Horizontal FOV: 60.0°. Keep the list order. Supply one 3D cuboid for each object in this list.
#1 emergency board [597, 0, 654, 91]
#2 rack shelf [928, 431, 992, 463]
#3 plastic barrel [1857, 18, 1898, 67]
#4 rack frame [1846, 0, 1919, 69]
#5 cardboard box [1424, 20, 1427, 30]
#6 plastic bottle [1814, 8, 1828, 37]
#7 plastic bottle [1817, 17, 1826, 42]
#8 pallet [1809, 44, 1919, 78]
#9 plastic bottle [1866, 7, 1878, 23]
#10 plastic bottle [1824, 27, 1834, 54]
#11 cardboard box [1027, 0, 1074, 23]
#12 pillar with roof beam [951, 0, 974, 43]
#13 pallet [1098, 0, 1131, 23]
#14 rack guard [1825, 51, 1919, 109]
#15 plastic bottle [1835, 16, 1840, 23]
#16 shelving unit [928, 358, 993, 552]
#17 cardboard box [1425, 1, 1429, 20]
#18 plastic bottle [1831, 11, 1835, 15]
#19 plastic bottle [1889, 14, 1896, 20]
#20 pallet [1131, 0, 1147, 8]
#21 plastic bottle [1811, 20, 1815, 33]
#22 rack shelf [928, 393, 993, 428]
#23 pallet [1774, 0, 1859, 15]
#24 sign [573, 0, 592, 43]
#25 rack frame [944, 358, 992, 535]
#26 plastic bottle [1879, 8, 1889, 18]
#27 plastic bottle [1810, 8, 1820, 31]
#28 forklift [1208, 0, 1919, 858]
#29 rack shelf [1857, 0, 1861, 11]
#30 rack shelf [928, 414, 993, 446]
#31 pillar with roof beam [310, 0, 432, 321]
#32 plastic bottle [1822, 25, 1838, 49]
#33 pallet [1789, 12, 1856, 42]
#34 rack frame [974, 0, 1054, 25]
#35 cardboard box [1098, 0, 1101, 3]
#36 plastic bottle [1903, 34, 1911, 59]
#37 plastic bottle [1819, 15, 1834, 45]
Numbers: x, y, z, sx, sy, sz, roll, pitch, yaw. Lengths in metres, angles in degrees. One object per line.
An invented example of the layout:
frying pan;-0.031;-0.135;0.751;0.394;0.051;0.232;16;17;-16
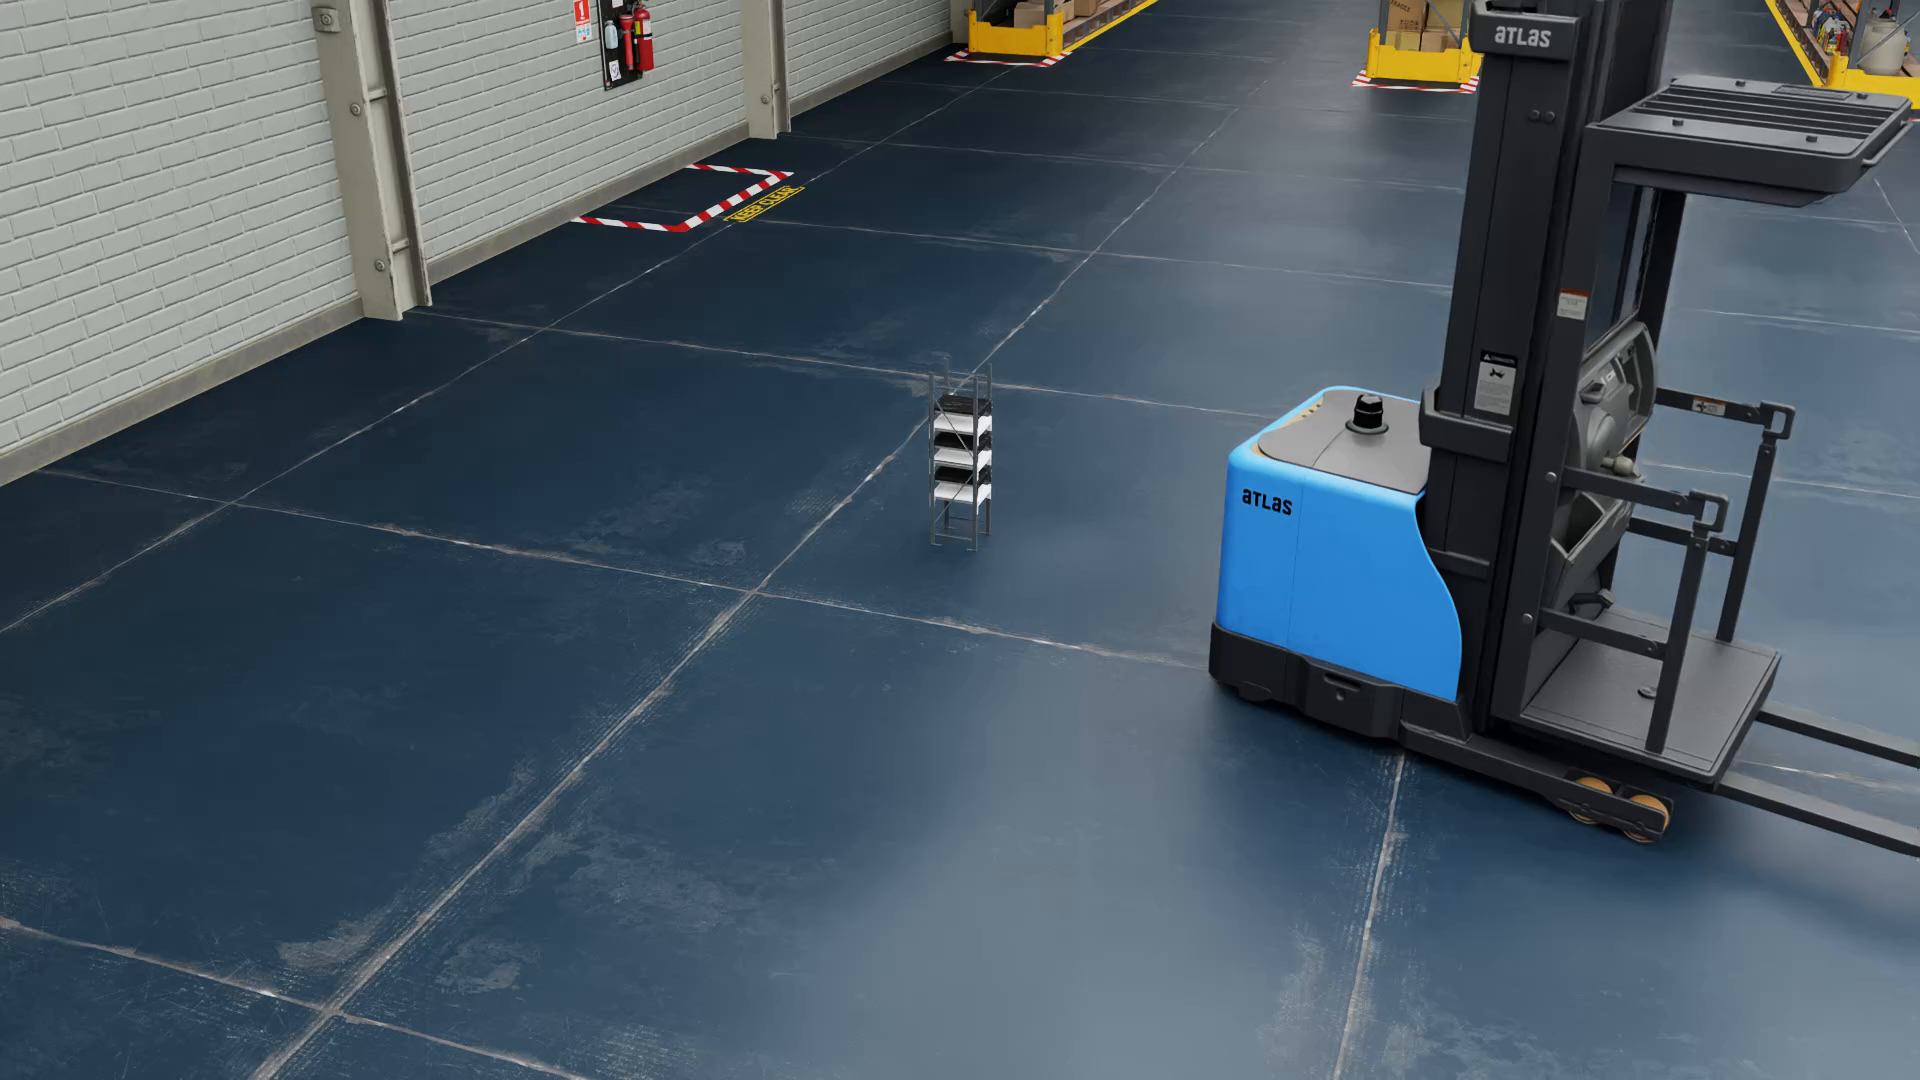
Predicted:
emergency board;-2.771;-4.402;13.901;0.194;1.169;0.643;9;27;17
rack shelf;0.003;-0.459;8.036;0.258;0.077;0.200;9;27;17
plastic barrel;10.323;-5.585;18.716;0.421;0.512;0.421;0;26;0
rack frame;10.009;-6.028;17.259;1.000;3.000;0.127;9;27;17
cardboard box;5.394;-6.170;20.225;0.500;0.250;0.500;9;27;17
plastic bottle;10.680;-6.406;20.574;0.144;0.351;0.185;10;27;19
plastic bottle;10.523;-6.237;20.301;0.061;0.283;0.133;10;28;20
pallet;10.673;-5.644;19.665;1.003;0.211;1.213;9;27;17
plastic bottle;11.262;-6.392;20.545;0.144;0.351;0.185;9;27;17
plastic bottle;10.229;-5.873;19.550;0.061;0.283;0.133;9;27;19
cardboard box;1.172;-6.958;21.760;0.500;0.311;0.500;11;28;22
pillar with roof beam;4.144;-9.954;18.482;9.100;9.000;0.400;9;27;17
pallet;1.808;-7.573;23.648;1.003;0.211;1.213;9;27;17
rack guard;9.990;-4.941;17.882;1.175;0.500;0.348;9;27;17
plastic bottle;10.746;-6.294;20.432;0.097;0.271;0.097;0;26;0
shelving unit;0.003;-0.408;8.061;0.258;0.900;0.210;9;27;17
cardboard box;5.556;-6.714;20.487;0.500;0.500;0.500;9;27;17
plastic bottle;10.840;-6.428;20.697;0.061;0.283;0.133;9;27;17
plastic bottle;11.226;-6.160;20.065;0.144;0.351;0.185;9;27;17
pallet;2.256;-8.174;24.890;1.003;0.211;1.213;9;27;17
plastic bottle;10.753;-6.460;20.856;0.097;0.201;0.097;0;26;0
rack shelf;0.003;-0.621;7.958;0.258;0.077;0.200;9;27;17
pallet;12.377;-7.748;24.011;1.003;0.211;1.213;9;27;17
sign;-3.052;-4.206;13.454;0.001;0.329;0.234;9;27;17
rack frame;0.037;-0.450;8.147;0.240;0.900;0.006;9;27;17
plastic bottle;11.398;-6.371;20.502;0.144;0.351;0.185;8;27;16
plastic bottle;10.821;-6.575;21.013;0.097;0.271;0.097;0;26;0
forklift;2.531;-0.492;5.903;3.031;2.935;1.130;17;31;32
rack shelf;10.675;-6.526;19.113;1.077;0.370;4.000;9;27;17
rack shelf;0.003;-0.540;7.997;0.258;0.077;0.200;9;27;17
pillar with roof beam;0.150;-5.023;8.297;9.100;9.000;0.400;9;27;17
plastic bottle;10.363;-5.975;19.770;0.152;0.276;0.135;8;27;16
pallet;11.565;-6.745;21.940;1.003;0.211;1.213;9;27;17
rack frame;0.667;-7.465;20.226;1.000;3.000;0.127;9;27;17
cardboard box;1.690;-7.749;23.177;0.500;0.500;0.500;7;27;14
plastic bottle;10.906;-5.698;19.203;0.097;0.271;0.097;0;26;0
plastic bottle;10.476;-6.154;20.053;0.144;0.351;0.185;9;27;17
